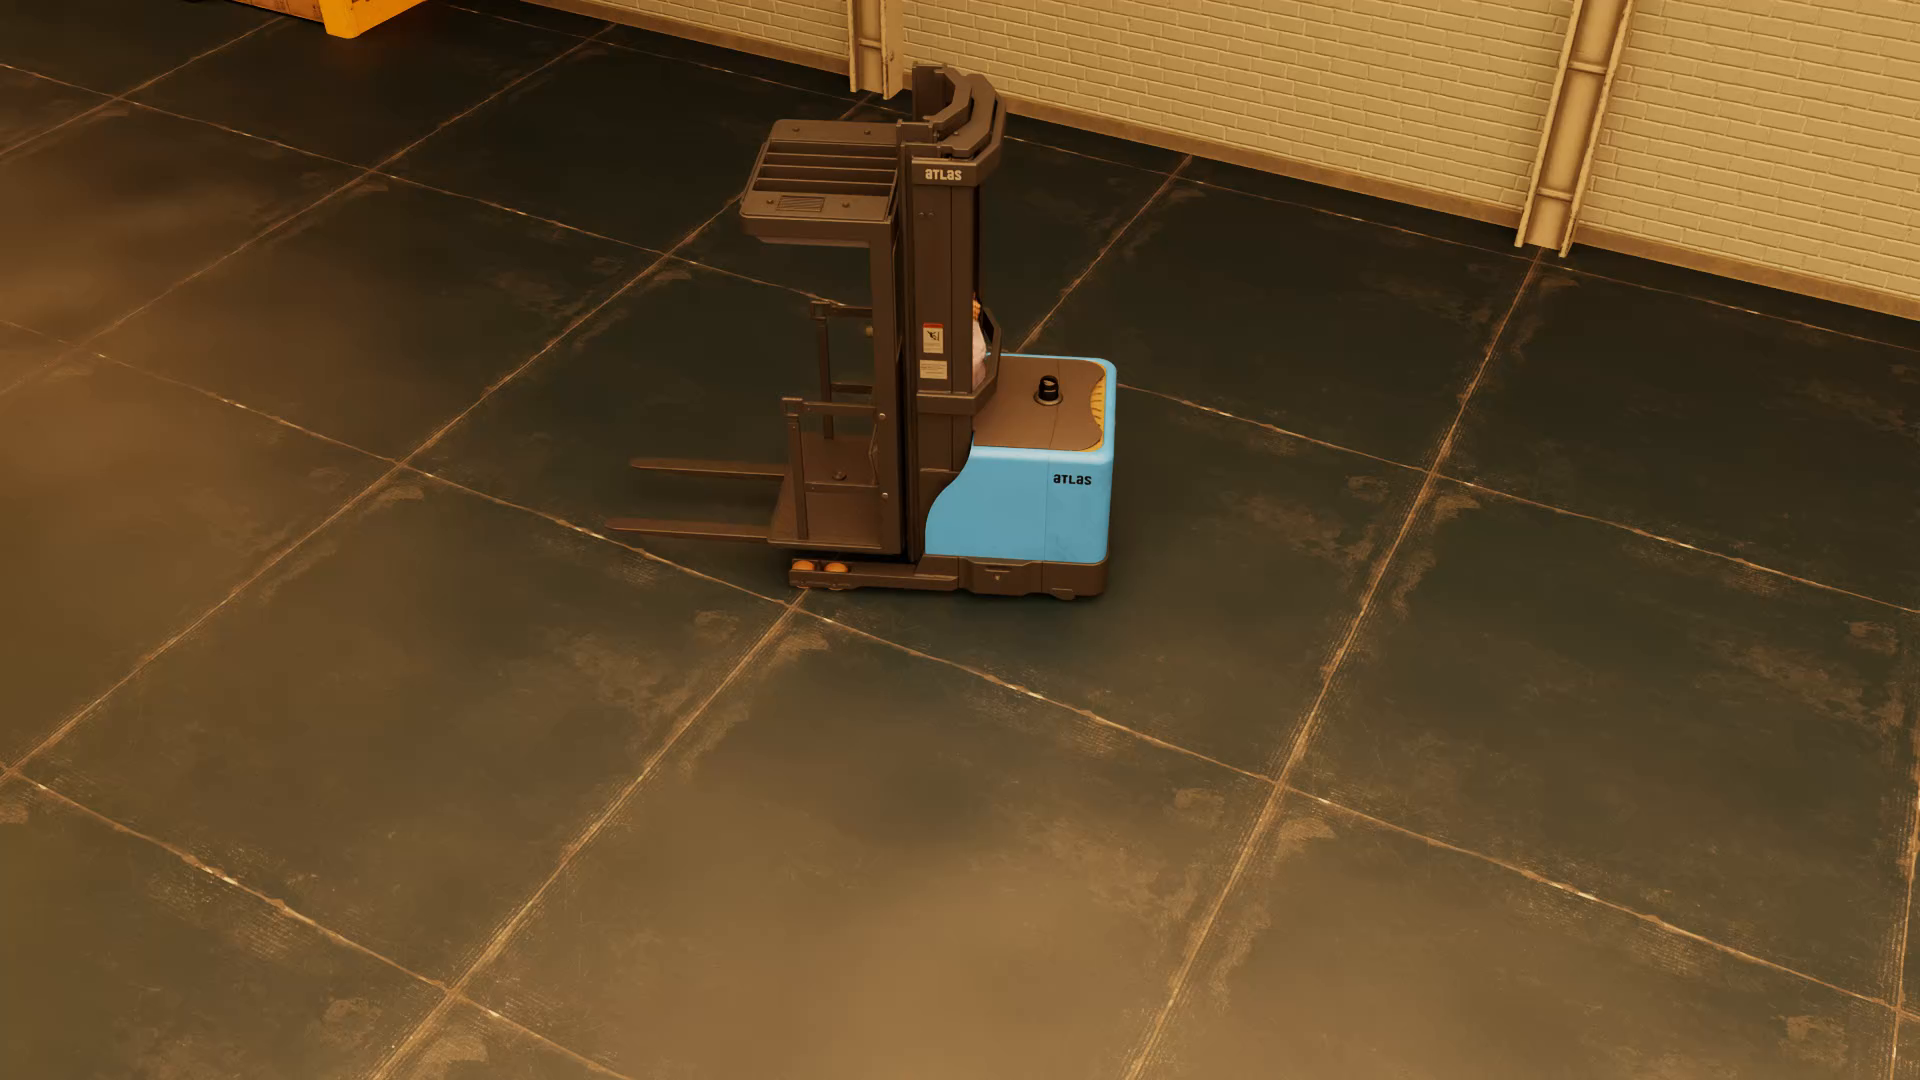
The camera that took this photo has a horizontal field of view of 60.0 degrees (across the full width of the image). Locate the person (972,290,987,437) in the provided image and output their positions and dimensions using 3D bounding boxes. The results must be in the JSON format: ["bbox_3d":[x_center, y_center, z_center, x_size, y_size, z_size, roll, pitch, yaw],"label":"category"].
[{"bbox_3d":[0.064,-0.715,9.585,0.484,1.636,0.593,18,43,21],"label":"person"}]

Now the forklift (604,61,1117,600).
[{"bbox_3d":[-0.606,-1.157,9.360,3.031,2.935,1.130,3,40,4],"label":"forklift"}]
